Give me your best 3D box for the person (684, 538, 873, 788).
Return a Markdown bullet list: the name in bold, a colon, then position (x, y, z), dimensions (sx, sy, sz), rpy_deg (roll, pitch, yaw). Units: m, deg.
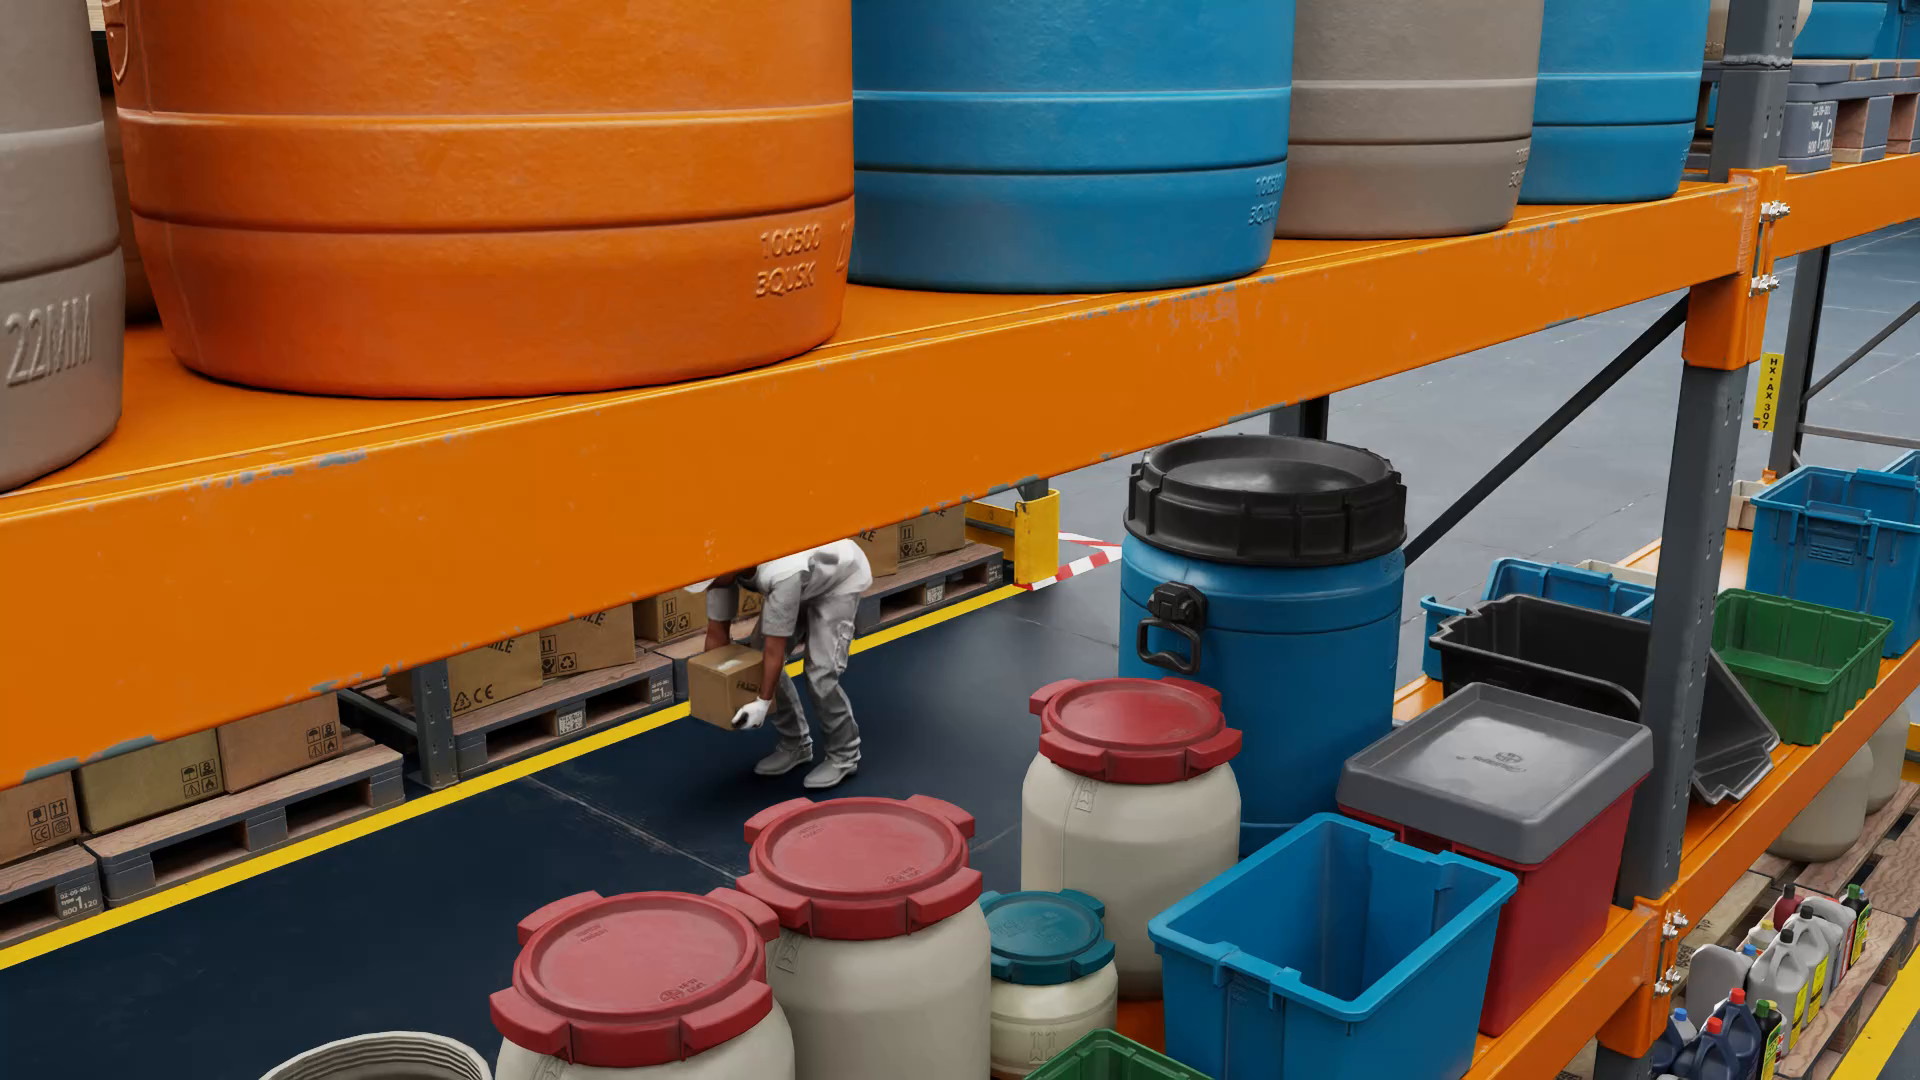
- **person**: position (-0.765, 0.459, 6.920), dimensions (0.504, 1.239, 0.953), rpy_deg (13, 21, 37)
